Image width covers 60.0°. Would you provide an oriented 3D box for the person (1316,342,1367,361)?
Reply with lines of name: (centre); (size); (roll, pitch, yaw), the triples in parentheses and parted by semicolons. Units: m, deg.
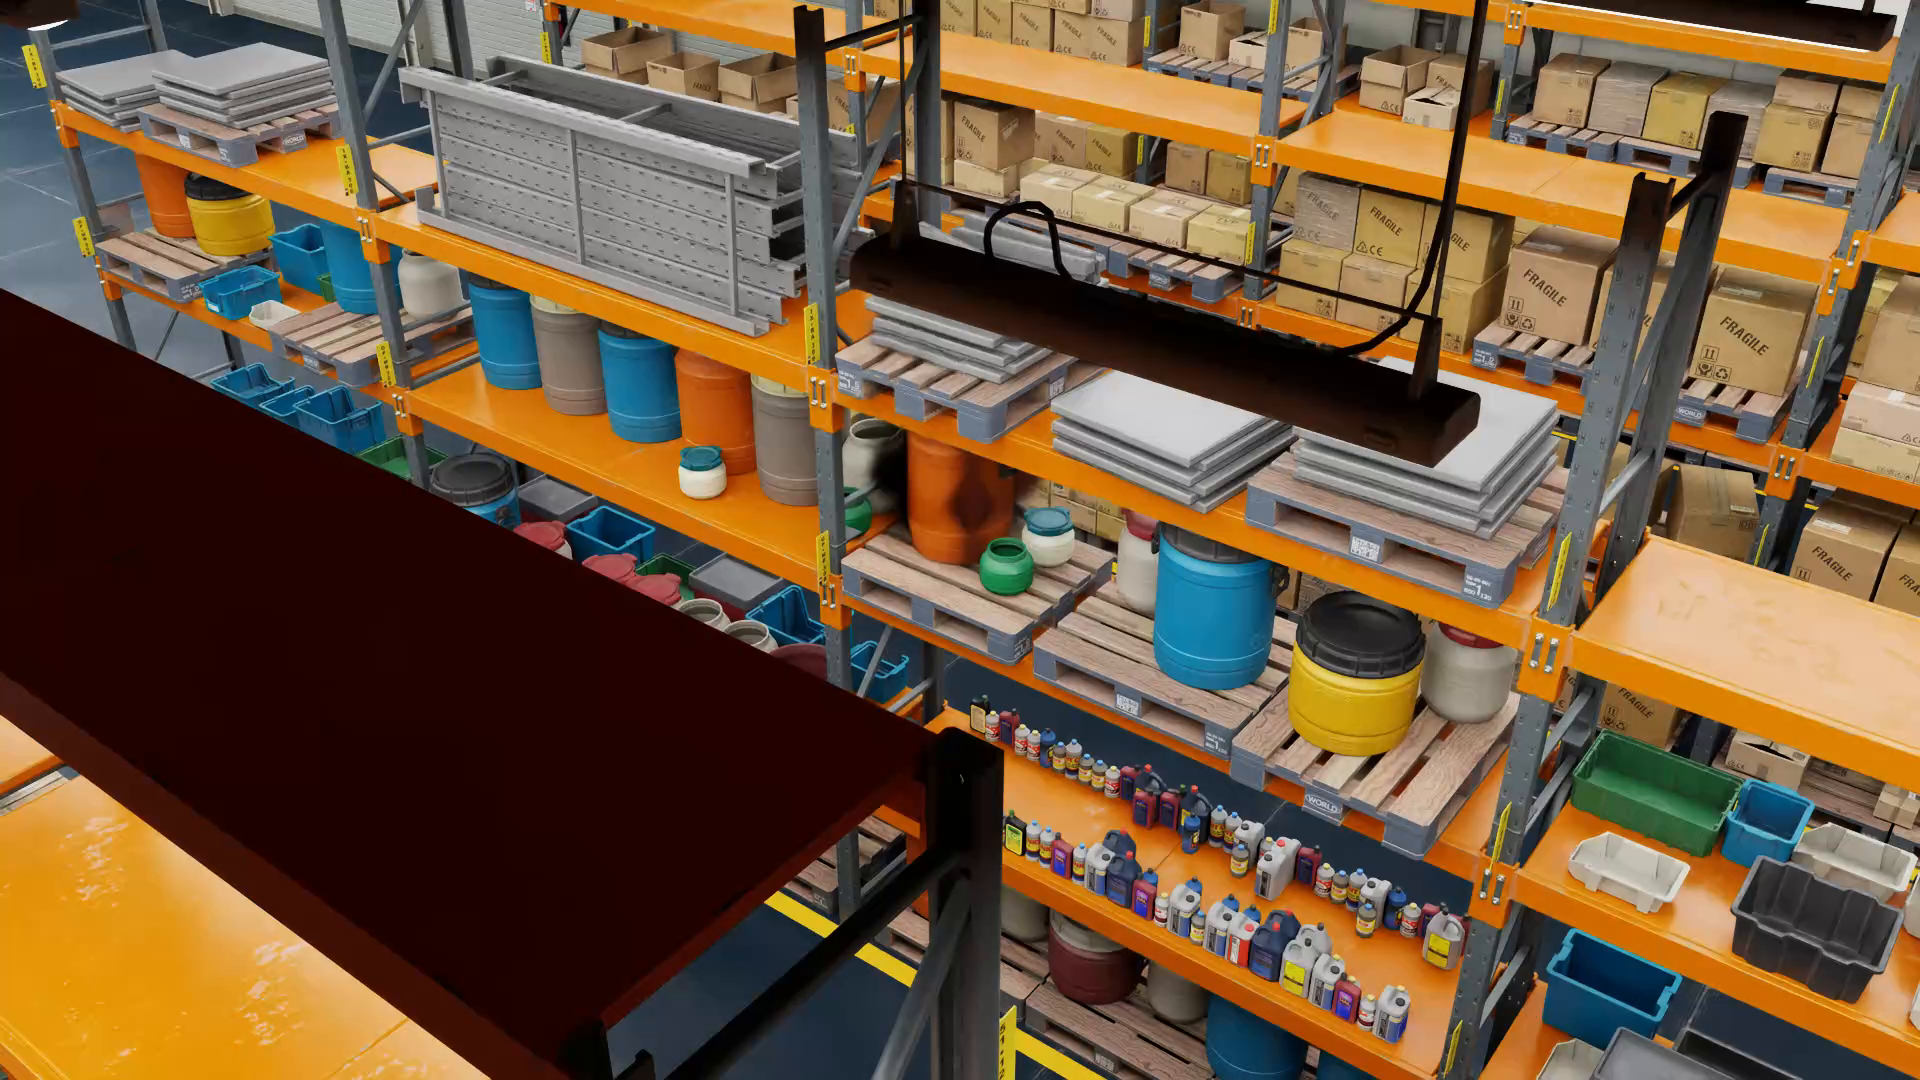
person: (3.875, -1.922, 16.810); (0.421, 1.731, 0.586); (-14, 34, -21)
